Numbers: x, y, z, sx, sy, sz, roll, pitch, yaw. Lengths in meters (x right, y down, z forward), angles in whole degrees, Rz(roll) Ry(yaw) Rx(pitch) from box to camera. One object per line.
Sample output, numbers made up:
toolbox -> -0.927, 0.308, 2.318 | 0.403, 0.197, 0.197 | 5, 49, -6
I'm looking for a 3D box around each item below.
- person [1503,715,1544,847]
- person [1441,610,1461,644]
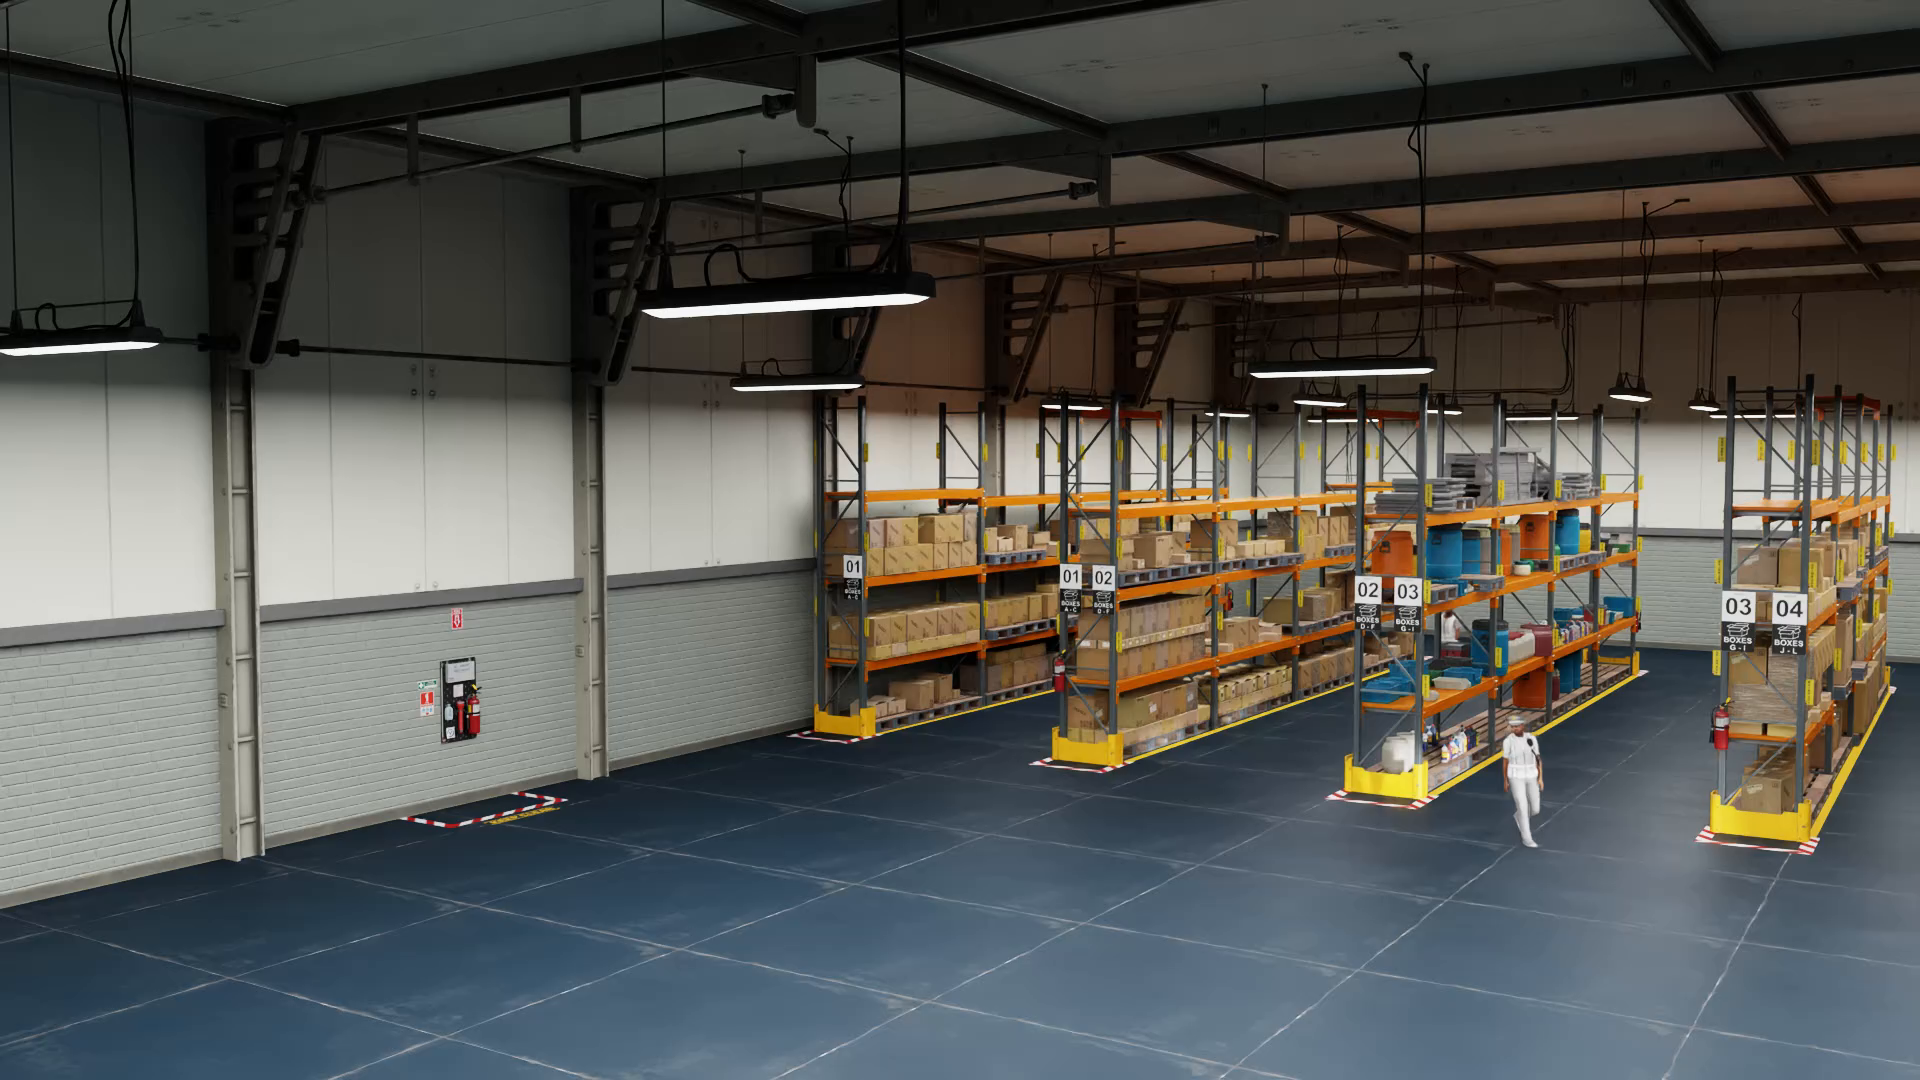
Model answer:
person -> 7.222, 3.055, 21.348 | 0.460, 1.632, 0.820 | 0, 3, 0
person -> 10.573, 2.210, 36.162 | 0.601, 1.720, 1.039 | 2, 4, 34
